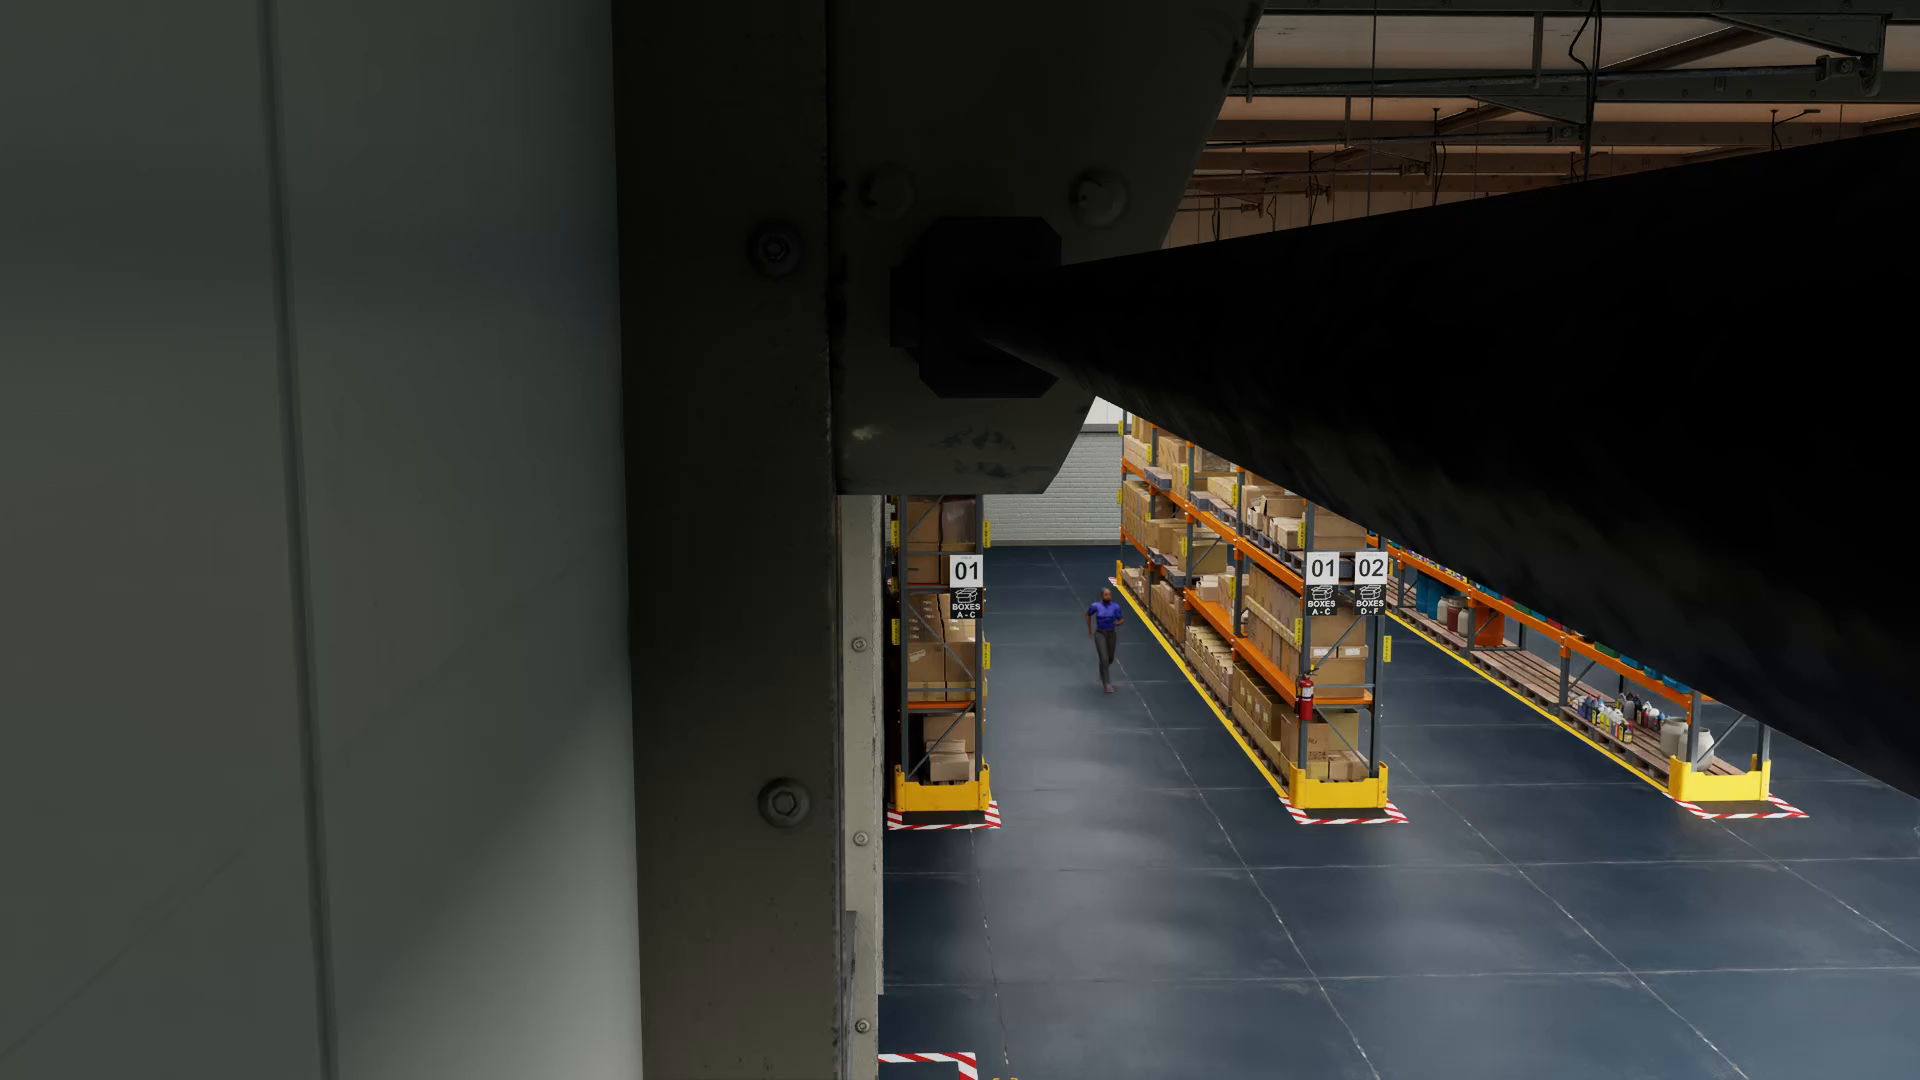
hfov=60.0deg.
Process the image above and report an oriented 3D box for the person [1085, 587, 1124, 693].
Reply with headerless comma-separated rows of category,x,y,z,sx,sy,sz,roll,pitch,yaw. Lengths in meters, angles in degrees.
person,2.336,1.561,26.764,0.576,1.640,0.892,-2,9,-10
